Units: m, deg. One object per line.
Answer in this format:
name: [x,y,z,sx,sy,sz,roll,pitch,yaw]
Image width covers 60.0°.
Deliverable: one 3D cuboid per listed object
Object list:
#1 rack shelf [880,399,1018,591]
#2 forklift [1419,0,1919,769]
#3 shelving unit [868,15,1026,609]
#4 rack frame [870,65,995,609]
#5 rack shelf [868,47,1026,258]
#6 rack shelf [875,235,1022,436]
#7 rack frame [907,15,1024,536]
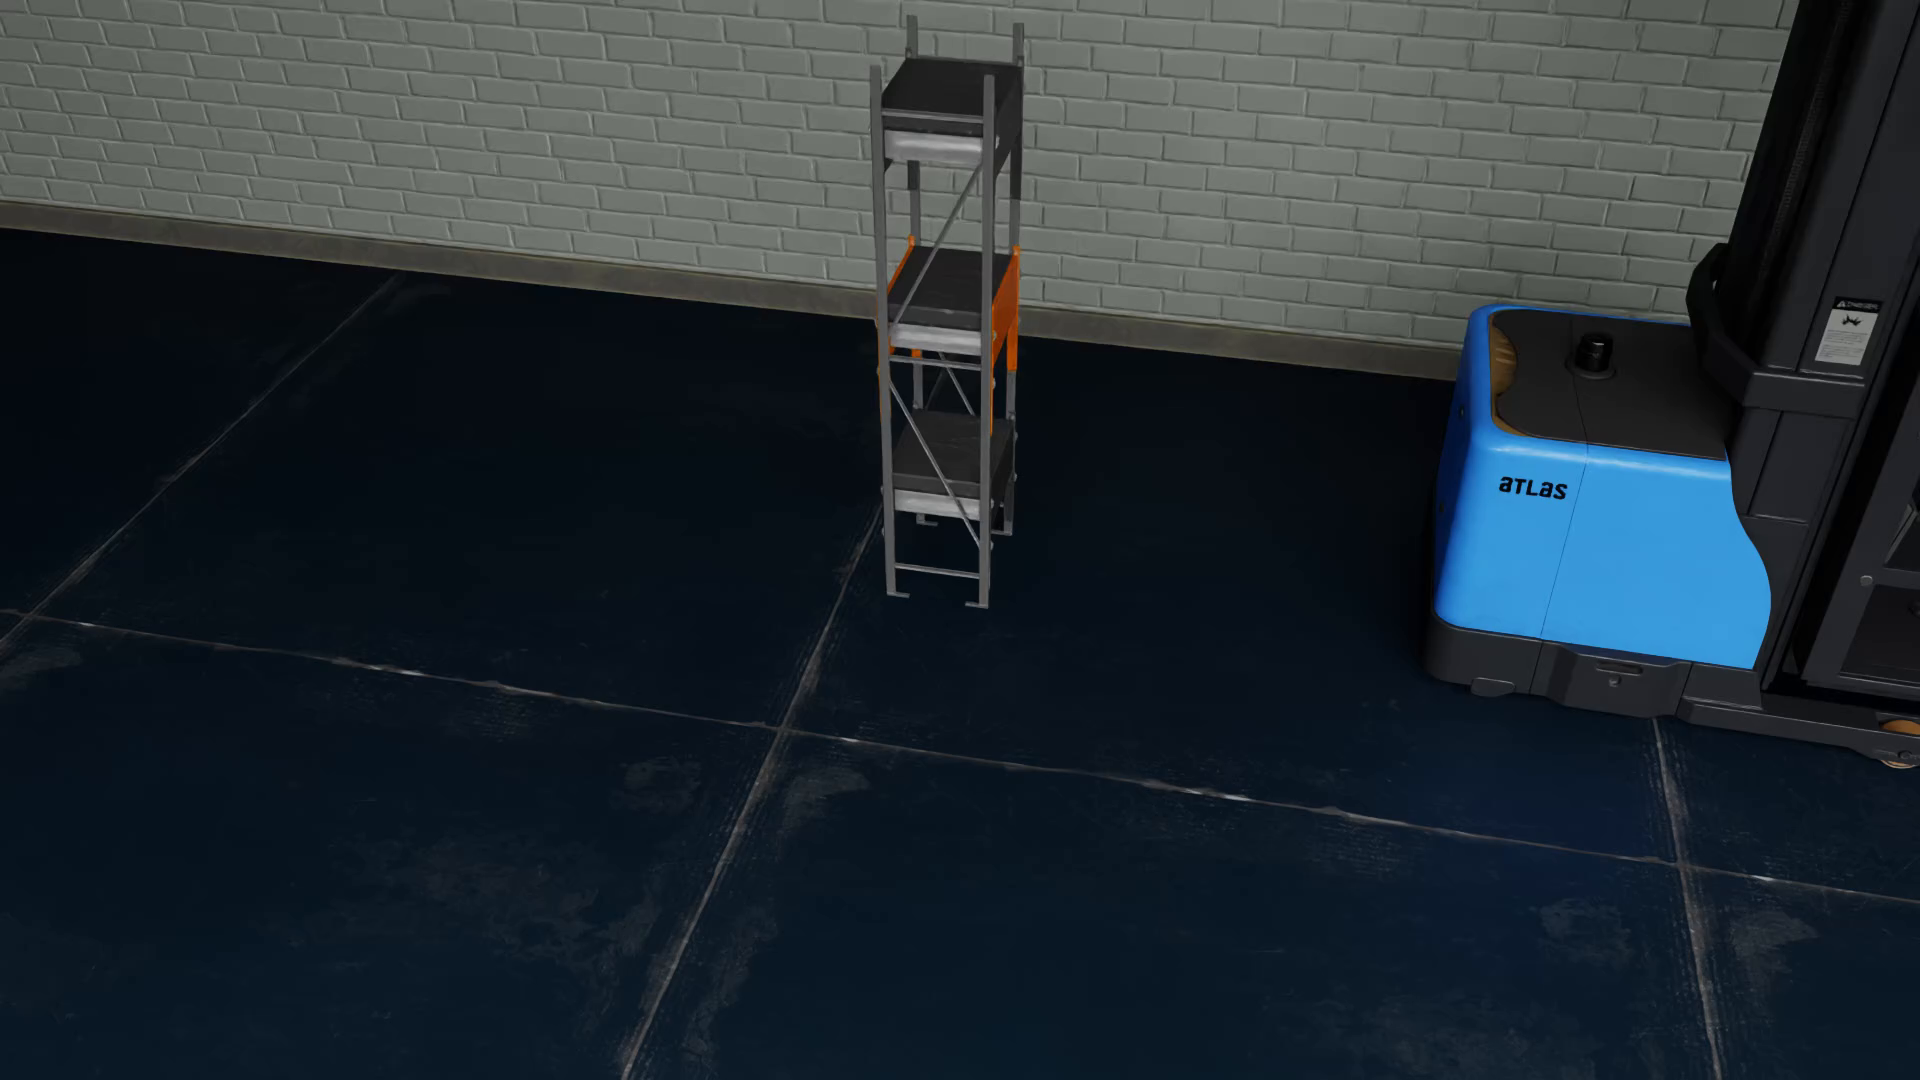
rack shelf: [-0.035,-0.177,6.422,0.431,0.518,0.480,7,37,10]
forklift: [3.237,-0.726,5.254,3.031,2.935,1.130,8,37,11]
shelving unit: [-0.035,-0.755,6.003,0.431,2.100,0.503,7,37,10]
rack frame: [-0.087,-0.615,5.810,0.400,2.100,0.015,7,37,10]
rack shelf: [-0.035,-1.311,5.600,0.431,0.518,0.480,7,37,10]
rack shelf: [-0.035,-0.744,6.011,0.431,0.518,0.480,7,37,10]
rack frame: [0.017,-0.895,6.196,0.400,2.100,0.015,7,37,10]
